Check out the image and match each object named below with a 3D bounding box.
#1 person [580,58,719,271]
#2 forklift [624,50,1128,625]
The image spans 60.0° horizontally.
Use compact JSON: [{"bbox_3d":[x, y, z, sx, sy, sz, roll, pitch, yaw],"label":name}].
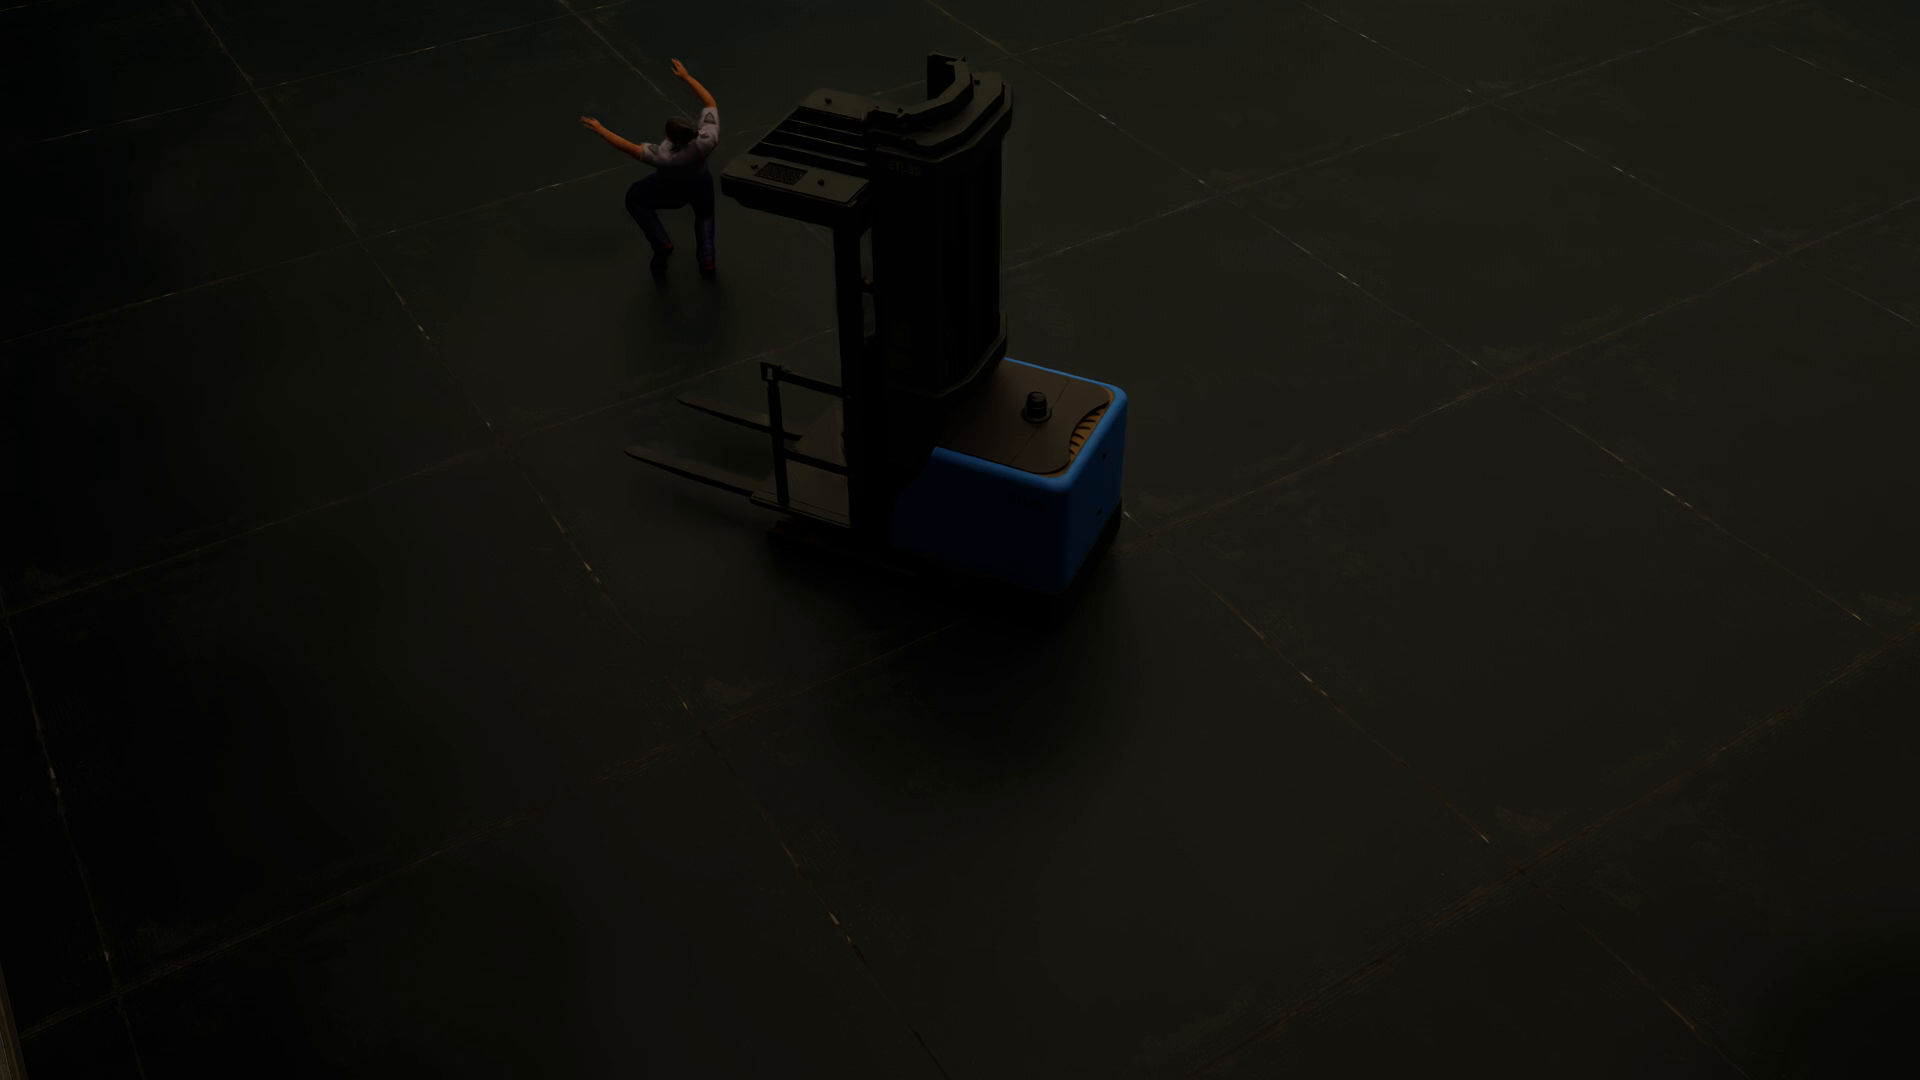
[{"bbox_3d":[-2.175,-2.581,11.891,0.996,1.581,0.758,-18,44,-19],"label":"person"},{"bbox_3d":[-0.593,-1.275,9.330,3.031,2.935,1.130,17,44,18],"label":"forklift"}]
